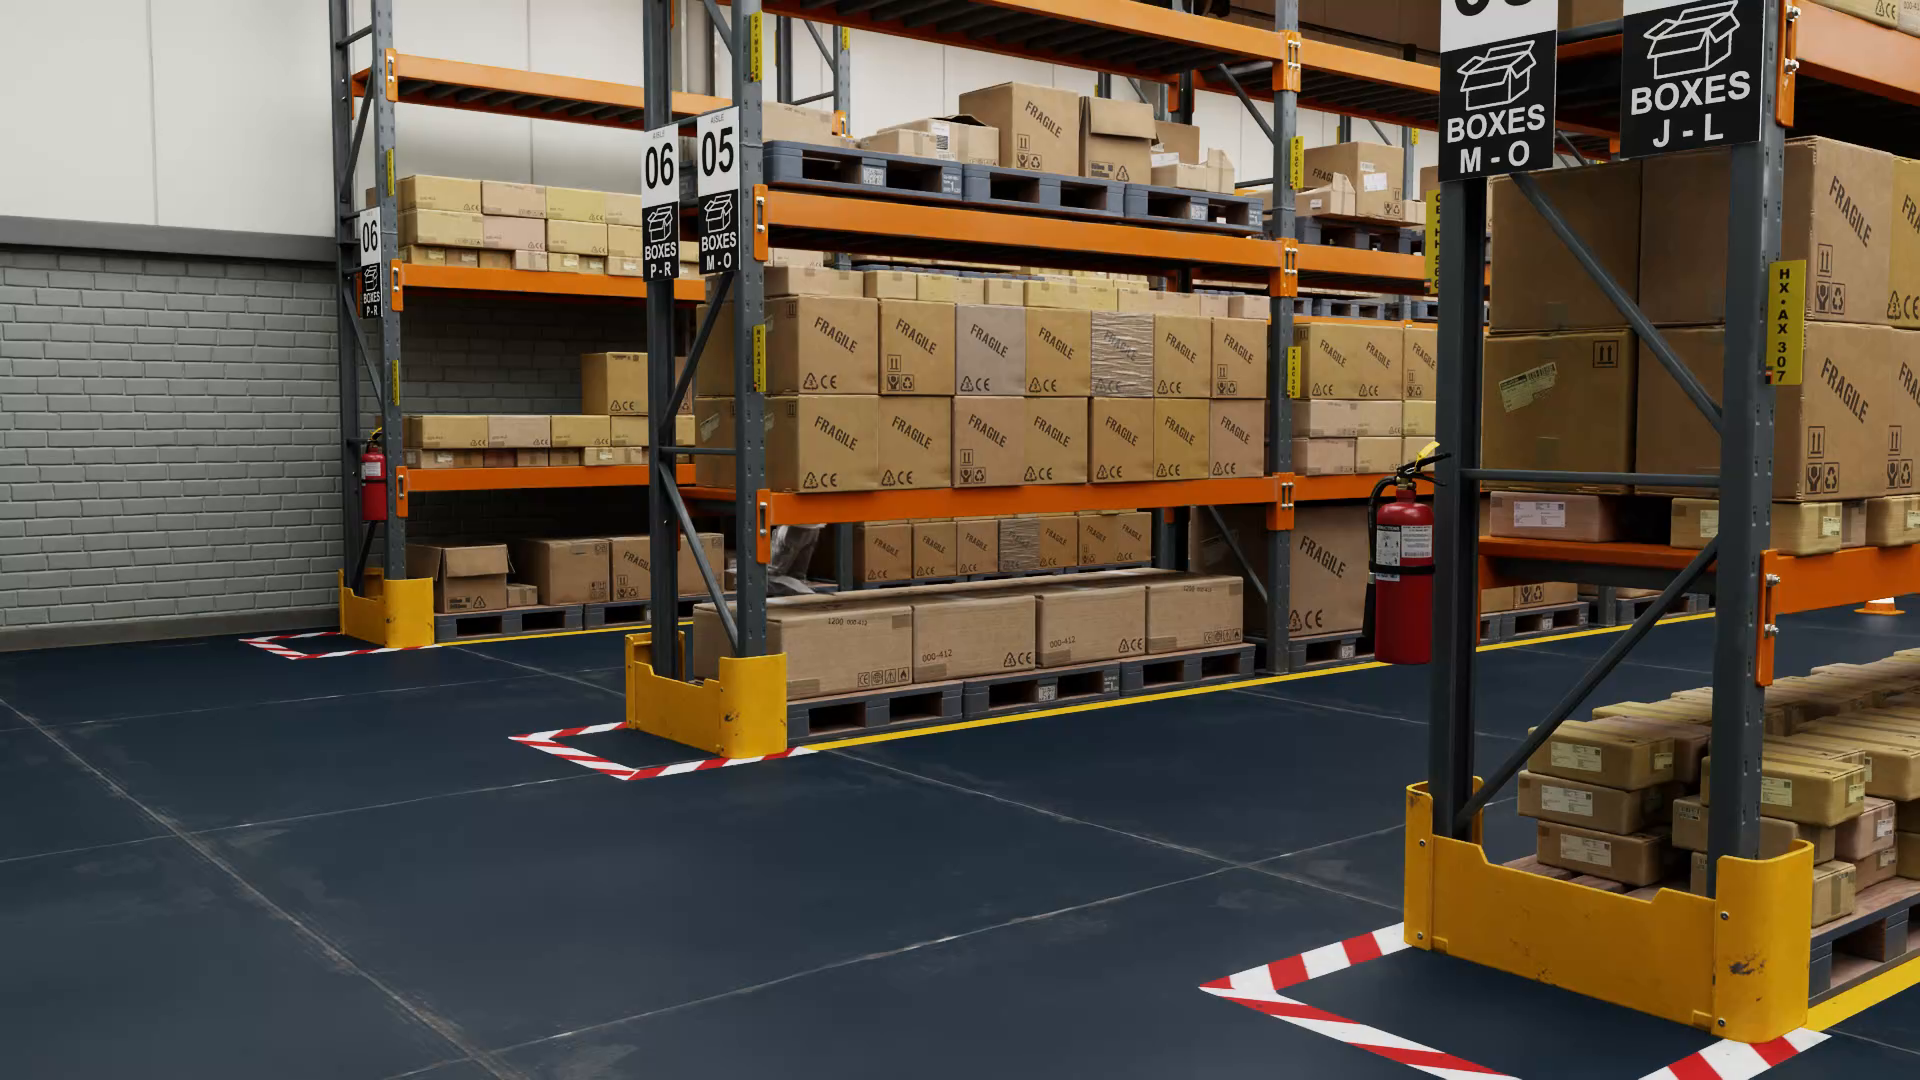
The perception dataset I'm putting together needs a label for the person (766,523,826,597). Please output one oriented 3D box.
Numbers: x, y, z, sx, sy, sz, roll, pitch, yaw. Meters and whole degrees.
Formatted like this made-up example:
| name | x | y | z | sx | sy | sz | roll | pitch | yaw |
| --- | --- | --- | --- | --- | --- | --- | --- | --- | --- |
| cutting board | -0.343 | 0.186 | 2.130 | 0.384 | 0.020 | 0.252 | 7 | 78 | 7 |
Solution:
| name | x | y | z | sx | sy | sz | roll | pitch | yaw |
| --- | --- | --- | --- | --- | --- | --- | --- | --- | --- |
| person | -1.130 | -0.079 | 11.736 | 0.601 | 1.785 | 0.604 | 1 | 4 | 14 |
